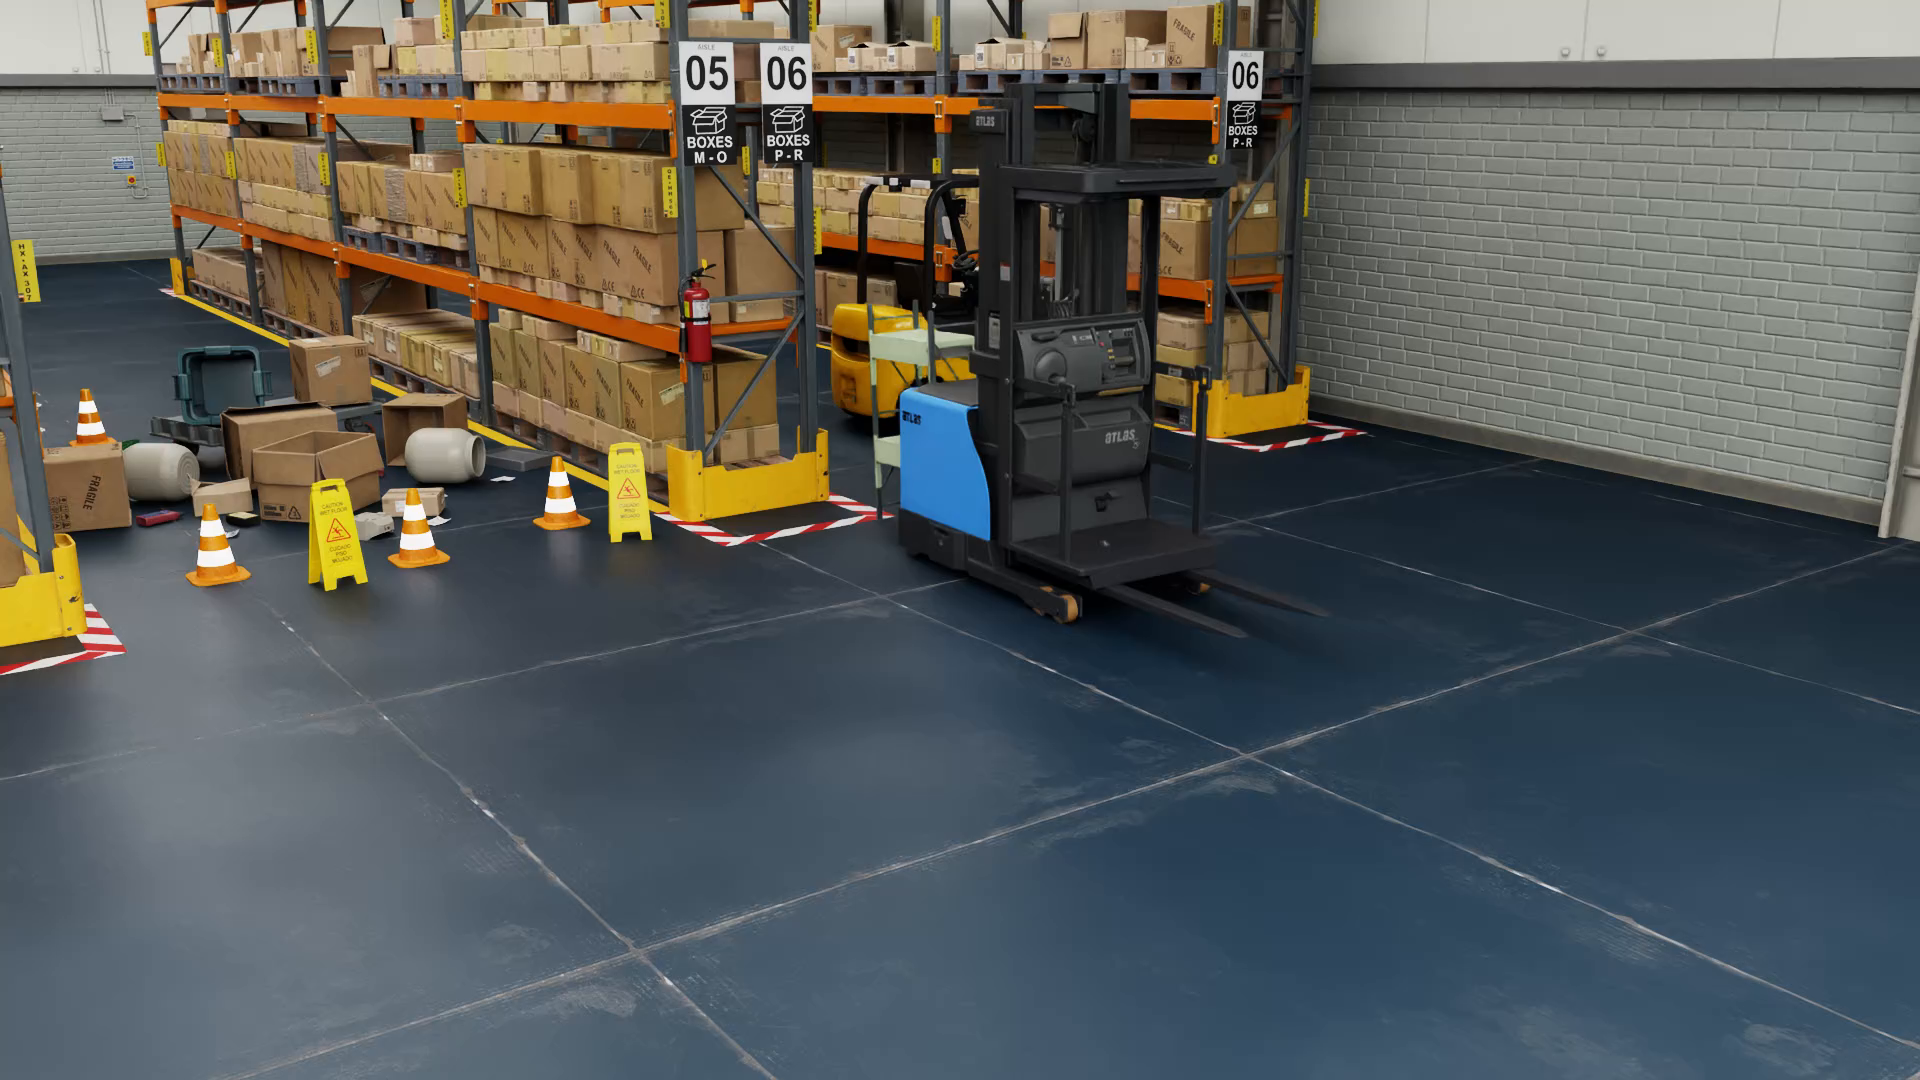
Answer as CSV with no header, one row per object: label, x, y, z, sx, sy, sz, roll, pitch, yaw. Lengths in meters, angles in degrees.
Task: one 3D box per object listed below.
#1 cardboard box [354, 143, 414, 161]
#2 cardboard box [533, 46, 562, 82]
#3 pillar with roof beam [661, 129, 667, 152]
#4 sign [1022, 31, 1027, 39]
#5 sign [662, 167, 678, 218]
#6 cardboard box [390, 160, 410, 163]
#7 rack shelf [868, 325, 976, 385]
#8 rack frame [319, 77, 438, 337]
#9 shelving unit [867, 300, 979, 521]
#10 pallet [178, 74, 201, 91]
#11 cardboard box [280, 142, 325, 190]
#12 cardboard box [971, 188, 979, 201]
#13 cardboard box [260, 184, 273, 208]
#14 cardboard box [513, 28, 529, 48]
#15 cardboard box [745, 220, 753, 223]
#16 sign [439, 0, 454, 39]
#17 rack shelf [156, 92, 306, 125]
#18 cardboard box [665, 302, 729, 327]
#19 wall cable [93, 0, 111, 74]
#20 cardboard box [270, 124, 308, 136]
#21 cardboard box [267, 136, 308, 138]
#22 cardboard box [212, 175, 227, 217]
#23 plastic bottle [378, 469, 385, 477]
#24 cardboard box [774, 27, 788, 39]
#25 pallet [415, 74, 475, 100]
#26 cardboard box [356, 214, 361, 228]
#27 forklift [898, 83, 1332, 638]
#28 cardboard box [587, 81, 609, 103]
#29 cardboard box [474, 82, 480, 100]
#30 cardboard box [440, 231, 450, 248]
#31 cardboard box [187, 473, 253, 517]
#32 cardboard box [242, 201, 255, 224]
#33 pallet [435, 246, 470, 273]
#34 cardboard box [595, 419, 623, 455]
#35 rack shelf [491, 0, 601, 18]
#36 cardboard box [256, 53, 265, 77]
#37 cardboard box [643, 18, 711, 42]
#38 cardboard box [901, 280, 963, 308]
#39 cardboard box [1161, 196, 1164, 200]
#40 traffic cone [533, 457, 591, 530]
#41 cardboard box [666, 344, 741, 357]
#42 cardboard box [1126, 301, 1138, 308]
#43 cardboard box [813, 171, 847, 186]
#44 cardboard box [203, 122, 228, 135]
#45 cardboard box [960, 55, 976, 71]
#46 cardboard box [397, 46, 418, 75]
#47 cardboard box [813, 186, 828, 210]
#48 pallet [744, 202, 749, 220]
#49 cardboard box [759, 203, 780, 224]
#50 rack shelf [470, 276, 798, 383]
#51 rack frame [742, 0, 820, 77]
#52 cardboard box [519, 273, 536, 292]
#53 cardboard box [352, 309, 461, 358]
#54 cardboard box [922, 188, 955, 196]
cardboard box,-6.256,-4.057,18.132,0.500,0.500,0.500,-12,19,-36
cardboard box,-2.881,-3.585,12.531,0.500,0.250,0.500,-11,19,-34
pillar with roof beam,-7.665,-7.522,21.514,9.100,9.000,0.400,-11,19,-35
sign,0.649,-5.121,17.293,0.100,0.325,0.005,-11,19,-35
sign,-1.920,-2.304,11.019,0.100,0.325,0.005,-11,19,-35
cardboard box,-5.671,-3.723,17.449,0.500,0.500,0.500,-12,19,-36
rack shelf,-0.237,-1.207,11.105,0.431,0.370,0.720,-11,16,-33
rack frame,-6.164,-3.383,17.754,1.000,3.000,0.127,-11,19,-35
shelving unit,-0.223,-0.828,11.196,0.431,1.500,0.755,-11,16,-33
pallet,-9.701,-6.078,22.086,1.003,0.211,1.213,-11,19,-35
cardboard box,-7.274,-4.199,18.651,0.500,0.500,0.500,-11,19,-34
cardboard box,0.329,-3.497,16.753,0.380,0.149,0.250,-10,18,-33
cardboard box,-7.880,-4.049,19.526,0.500,0.250,0.500,-11,19,-34
cardboard box,-3.246,-3.907,12.952,0.380,0.149,0.250,-12,19,-36
cardboard box,-1.821,-2.121,12.389,0.500,0.500,0.500,-10,18,-33
sign,-4.258,-4.328,13.800,0.100,0.325,0.005,-11,19,-35
rack shelf,-9.691,-5.764,22.134,1.077,0.370,4.000,-11,19,-35
cardboard box,-1.853,-1.600,11.716,0.380,0.149,0.250,-10,18,-33
wall cable,-14.440,-9.156,27.482,0.463,3.000,0.029,-11,19,-35
cardboard box,-8.491,-5.188,21.038,0.380,0.149,0.250,-11,19,-35
cardboard box,-8.599,-4.907,21.239,0.500,0.500,0.500,-11,19,-34
cardboard box,-9.302,-4.454,21.477,0.500,0.500,0.500,-11,19,-36
plastic bottle,-4.570,-0.545,12.951,0.133,0.061,0.283,-7,17,-25
cardboard box,-1.922,-5.707,19.391,0.500,0.500,0.500,-11,19,-34
pallet,-4.088,-4.033,14.804,1.213,0.211,1.003,-11,19,-35
cardboard box,-5.984,-3.300,17.133,0.380,0.149,0.250,-12,20,-38
forklift,0.845,-1.085,9.489,1.130,2.935,3.031,-10,18,-33
cardboard box,-2.477,-3.253,12.075,0.380,0.149,0.250,-11,19,-35
cardboard box,-3.827,-3.749,13.884,0.380,0.149,0.250,-11,19,-35
cardboard box,-4.478,-2.736,15.072,0.380,0.149,0.250,-12,19,-36
cardboard box,-5.256,-0.339,11.812,0.396,0.266,0.258,-7,17,-25
cardboard box,-8.470,-4.030,20.402,0.500,0.250,0.500,-11,19,-36
pallet,-4.143,-2.622,15.337,1.003,0.211,1.213,-11,19,-35
cardboard box,-2.451,-0.794,12.707,0.500,0.250,0.500,-11,19,-34
rack shelf,-5.679,-7.980,24.557,1.077,0.370,4.000,-11,19,-35
cardboard box,-7.724,-5.377,18.817,0.396,0.266,0.258,-9,18,-30
cardboard box,-1.897,-3.411,11.141,0.380,0.149,0.250,-11,19,-34
cardboard box,-0.115,-2.467,18.110,0.875,0.625,0.625,-10,18,-32
cardboard box,1.826,-3.094,14.716,0.380,0.149,0.250,-10,18,-33
traffic cone,-2.756,-0.343,11.451,0.336,0.463,0.334,-11,19,-35
cardboard box,-2.036,-1.244,12.931,0.500,0.500,0.500,-12,19,-37
cardboard box,1.420,-2.069,15.472,0.500,0.250,0.500,-11,19,-34
cardboard box,-1.536,-4.191,19.288,0.380,0.149,0.250,-11,19,-34
cardboard box,-9.654,-5.380,21.737,0.380,0.149,0.250,-11,19,-36
cardboard box,0.219,-4.733,16.497,0.380,0.149,0.250,-10,18,-33
cardboard box,-4.865,-4.426,15.371,0.500,0.250,0.500,-11,19,-34
cardboard box,-1.501,-3.969,19.231,0.500,0.250,0.500,-11,19,-36
pallet,-2.606,-4.195,21.086,1.213,0.211,1.003,-11,19,-35
cardboard box,-2.087,-3.949,20.107,0.500,0.250,0.500,-11,19,-34
rack shelf,-2.636,-1.755,13.168,1.077,0.370,4.000,-11,19,-35
rack frame,-2.151,-7.048,19.780,1.000,3.000,0.127,-11,19,-35
cardboard box,-3.397,-2.134,13.669,0.380,0.149,0.250,-10,18,-33
cardboard box,-5.839,-2.196,17.599,0.950,0.372,0.625,-12,20,-38
cardboard box,-0.179,-3.700,17.493,0.380,0.149,0.250,-10,18,-33
